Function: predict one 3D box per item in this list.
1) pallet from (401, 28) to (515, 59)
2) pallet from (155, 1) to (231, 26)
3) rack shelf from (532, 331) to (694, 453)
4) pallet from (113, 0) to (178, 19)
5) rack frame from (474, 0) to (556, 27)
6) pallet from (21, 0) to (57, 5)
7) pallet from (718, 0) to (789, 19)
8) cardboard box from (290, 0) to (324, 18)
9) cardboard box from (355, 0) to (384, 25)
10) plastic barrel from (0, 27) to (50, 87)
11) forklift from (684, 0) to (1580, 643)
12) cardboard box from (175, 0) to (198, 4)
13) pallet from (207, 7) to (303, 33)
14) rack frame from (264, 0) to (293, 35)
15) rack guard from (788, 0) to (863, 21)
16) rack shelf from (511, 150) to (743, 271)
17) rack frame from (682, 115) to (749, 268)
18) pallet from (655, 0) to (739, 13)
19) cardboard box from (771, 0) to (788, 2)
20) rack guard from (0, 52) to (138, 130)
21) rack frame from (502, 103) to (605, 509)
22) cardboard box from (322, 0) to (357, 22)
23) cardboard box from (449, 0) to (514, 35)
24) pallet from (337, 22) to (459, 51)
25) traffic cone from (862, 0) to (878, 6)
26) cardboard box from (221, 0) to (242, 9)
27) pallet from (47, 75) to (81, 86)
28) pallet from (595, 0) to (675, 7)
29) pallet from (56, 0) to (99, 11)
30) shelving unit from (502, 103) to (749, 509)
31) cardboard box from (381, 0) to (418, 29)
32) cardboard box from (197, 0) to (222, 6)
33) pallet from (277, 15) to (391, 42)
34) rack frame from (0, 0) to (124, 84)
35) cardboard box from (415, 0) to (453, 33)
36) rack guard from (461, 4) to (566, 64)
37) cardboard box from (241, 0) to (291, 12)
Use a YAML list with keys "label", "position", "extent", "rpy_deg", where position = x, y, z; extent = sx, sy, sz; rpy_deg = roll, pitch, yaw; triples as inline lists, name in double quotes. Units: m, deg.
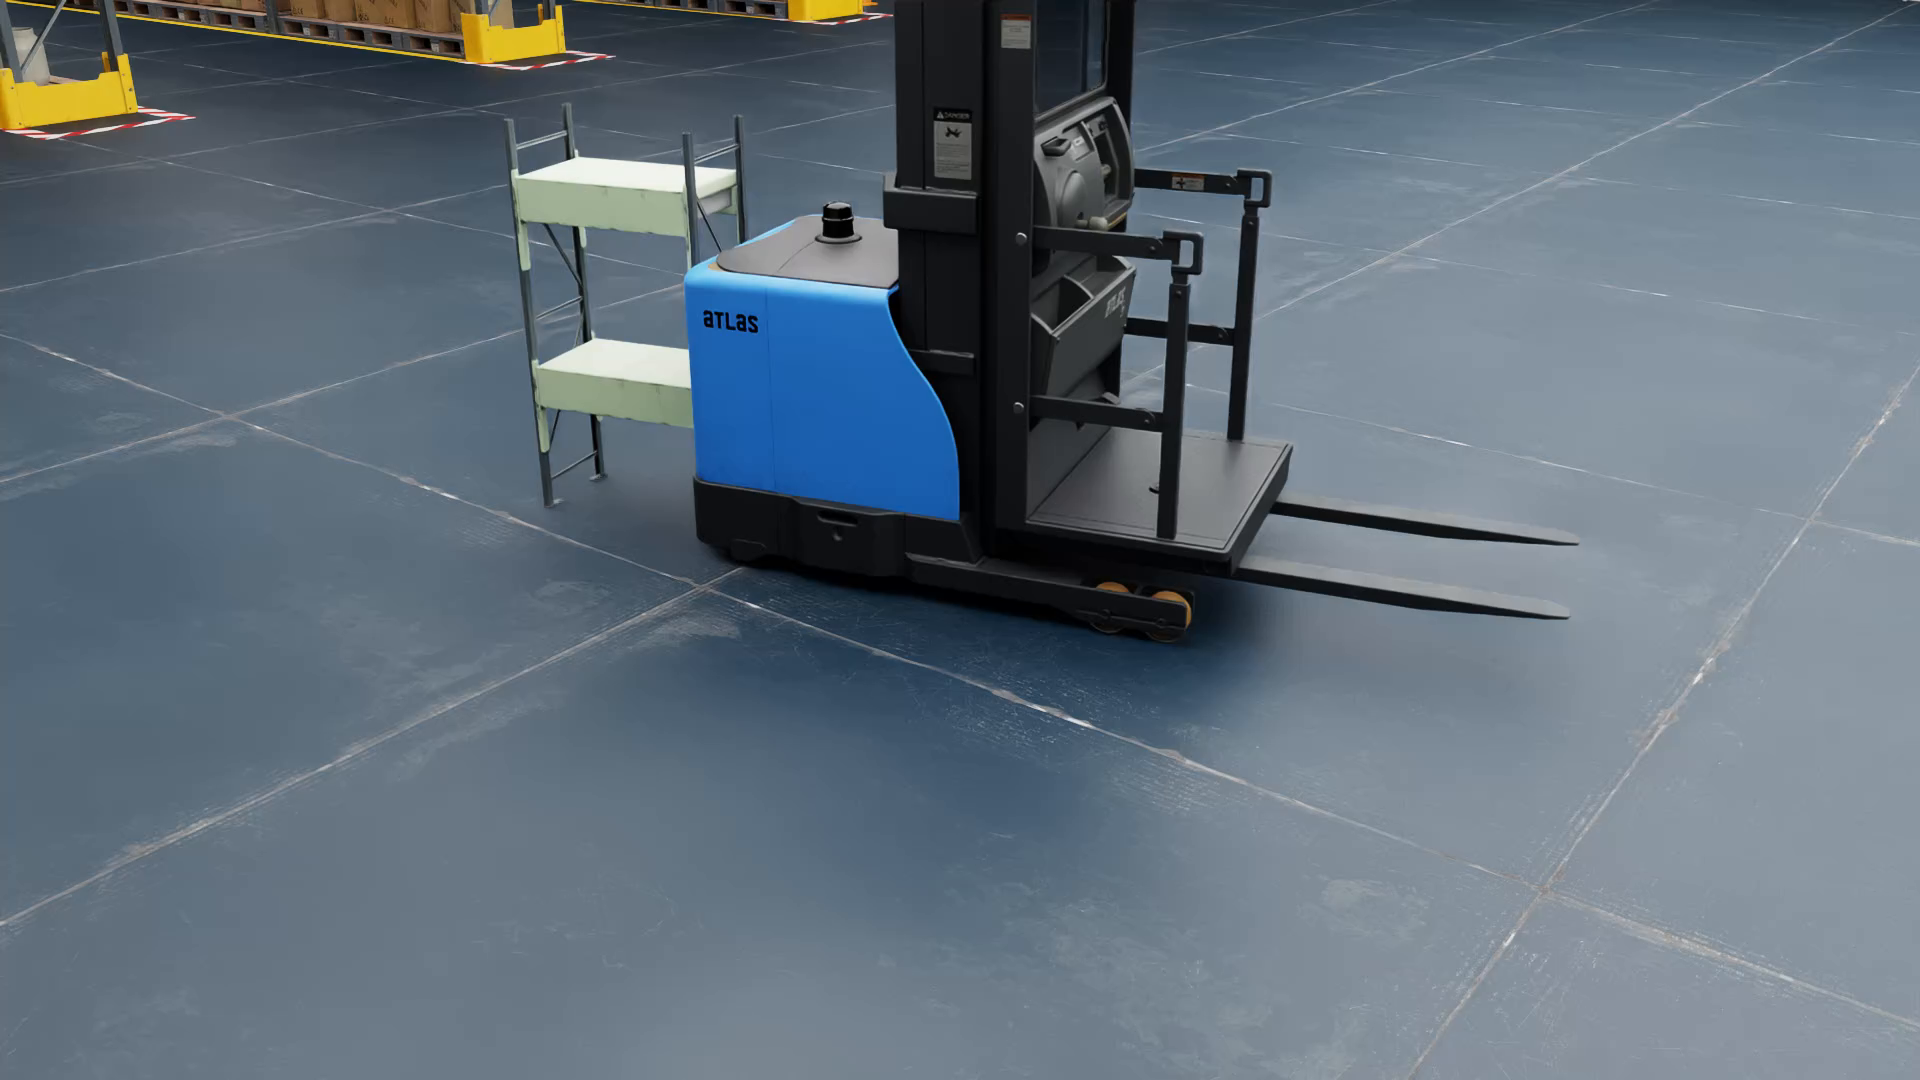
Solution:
- label: "pallet"
  position: [-5.526, -5.645, 18.801]
  extent: [1.213, 0.211, 1.003]
  rpy_deg: [17, 29, 33]
- label: "pallet"
  position: [-9.641, -6.869, 21.578]
  extent: [1.213, 0.211, 1.003]
  rpy_deg: [17, 29, 33]
- label: "rack shelf"
  position: [-1.208, -0.533, 6.407]
  extent: [0.720, 0.370, 0.431]
  rpy_deg: [9, 25, 20]
- label: "pallet"
  position: [-10.613, -7.164, 22.248]
  extent: [1.213, 0.211, 1.003]
  rpy_deg: [17, 29, 33]
- label: "rack frame"
  position: [-4.836, -6.695, 17.725]
  extent: [0.127, 3.000, 1.000]
  rpy_deg: [17, 29, 33]
- label: "pallet"
  position: [-12.795, -7.864, 23.836]
  extent: [1.213, 0.211, 1.003]
  rpy_deg: [17, 29, 33]
- label: "pallet"
  position: [-2.467, -7.163, 22.246]
  extent: [1.213, 0.211, 1.003]
  rpy_deg: [17, 29, 33]
- label: "cardboard box"
  position: [-7.741, -6.601, 20.091]
  extent: [0.500, 0.500, 0.500]
  rpy_deg: [16, 28, 32]
- label: "cardboard box"
  position: [-6.734, -6.340, 19.499]
  extent: [0.500, 0.500, 0.500]
  rpy_deg: [14, 27, 29]
- label: "plastic barrel"
  position: [-8.379, -4.285, 14.821]
  extent: [0.421, 0.512, 0.421]
  rpy_deg: [0, 24, 0]
- label: "forklift"
  position: [0.602, -1.246, 5.442]
  extent: [3.031, 2.935, 1.130]
  rpy_deg: [9, 25, 20]
- label: "cardboard box"
  position: [-9.780, -7.267, 21.577]
  extent: [0.500, 0.500, 0.700]
  rpy_deg: [20, 31, 38]
- label: "pallet"
  position: [-8.661, -6.574, 20.909]
  extent: [1.213, 0.211, 1.003]
  rpy_deg: [17, 29, 33]
- label: "rack frame"
  position: [-8.037, -7.663, 19.921]
  extent: [0.127, 3.000, 1.000]
  rpy_deg: [17, 29, 33]
- label: "rack guard"
  position: [-1.761, -7.121, 21.793]
  extent: [0.348, 0.500, 1.175]
  rpy_deg: [17, 29, 33]
- label: "rack shelf"
  position: [-1.208, -1.188, 6.118]
  extent: [0.720, 0.370, 0.431]
  rpy_deg: [9, 25, 20]
- label: "rack frame"
  position: [-0.868, -0.777, 6.153]
  extent: [0.023, 1.500, 0.400]
  rpy_deg: [9, 25, 20]
- label: "pallet"
  position: [-3.439, -7.458, 22.916]
  extent: [1.213, 0.211, 1.003]
  rpy_deg: [17, 29, 33]
- label: "cardboard box"
  position: [-2.363, -7.634, 21.970]
  extent: [0.875, 0.875, 0.875]
  rpy_deg: [17, 29, 34]
- label: "rack guard"
  position: [-7.896, -3.957, 14.610]
  extent: [0.348, 0.500, 1.175]
  rpy_deg: [17, 29, 33]
- label: "rack frame"
  position: [-1.549, -0.885, 6.398]
  extent: [0.023, 1.500, 0.400]
  rpy_deg: [9, 25, 20]
- label: "cardboard box"
  position: [-7.278, -6.465, 19.783]
  extent: [0.500, 0.500, 0.500]
  rpy_deg: [-16, 28, -31]
- label: "cardboard box"
  position: [-5.326, -5.900, 18.500]
  extent: [0.500, 0.500, 0.500]
  rpy_deg: [-20, 31, -38]
- label: "pallet"
  position: [-6.498, -5.941, 19.471]
  extent: [1.213, 0.211, 1.003]
  rpy_deg: [17, 29, 33]
- label: "traffic cone"
  position: [-1.354, -7.697, 23.145]
  extent: [0.334, 0.463, 0.336]
  rpy_deg: [17, 29, 33]
- label: "cardboard box"
  position: [-8.886, -6.997, 20.964]
  extent: [0.500, 0.500, 0.700]
  rpy_deg: [17, 29, 33]
- label: "pallet"
  position: [-8.542, -4.023, 15.118]
  extent: [1.213, 0.211, 1.003]
  rpy_deg: [17, 29, 33]
- label: "pallet"
  position: [-4.420, -7.753, 23.585]
  extent: [1.213, 0.211, 1.003]
  rpy_deg: [17, 29, 33]
- label: "pallet"
  position: [-11.823, -7.569, 23.166]
  extent: [1.213, 0.211, 1.003]
  rpy_deg: [17, 29, 33]
- label: "shelving unit"
  position: [-1.208, -0.831, 6.276]
  extent: [0.755, 1.500, 0.431]
  rpy_deg: [9, 25, 20]
- label: "cardboard box"
  position: [-6.314, -6.191, 19.160]
  extent: [0.500, 0.500, 0.500]
  rpy_deg: [20, 31, 38]
- label: "cardboard box"
  position: [-9.333, -7.132, 21.271]
  extent: [0.500, 0.500, 0.700]
  rpy_deg: [14, 27, 29]
- label: "pallet"
  position: [-7.478, -6.235, 20.140]
  extent: [1.213, 0.211, 1.003]
  rpy_deg: [17, 29, 33]
- label: "rack frame"
  position: [-7.807, -5.097, 14.099]
  extent: [0.127, 3.000, 1.000]
  rpy_deg: [17, 29, 33]
- label: "cardboard box"
  position: [-5.825, -6.033, 18.803]
  extent: [0.500, 0.500, 0.500]
  rpy_deg: [-17, 29, -34]
- label: "rack guard"
  position: [-4.897, -5.570, 18.271]
  extent: [0.348, 0.500, 1.175]
  rpy_deg: [17, 29, 33]
- label: "cardboard box"
  position: [-8.515, -6.875, 20.689]
  extent: [0.500, 0.500, 0.700]
  rpy_deg: [14, 28, 29]
